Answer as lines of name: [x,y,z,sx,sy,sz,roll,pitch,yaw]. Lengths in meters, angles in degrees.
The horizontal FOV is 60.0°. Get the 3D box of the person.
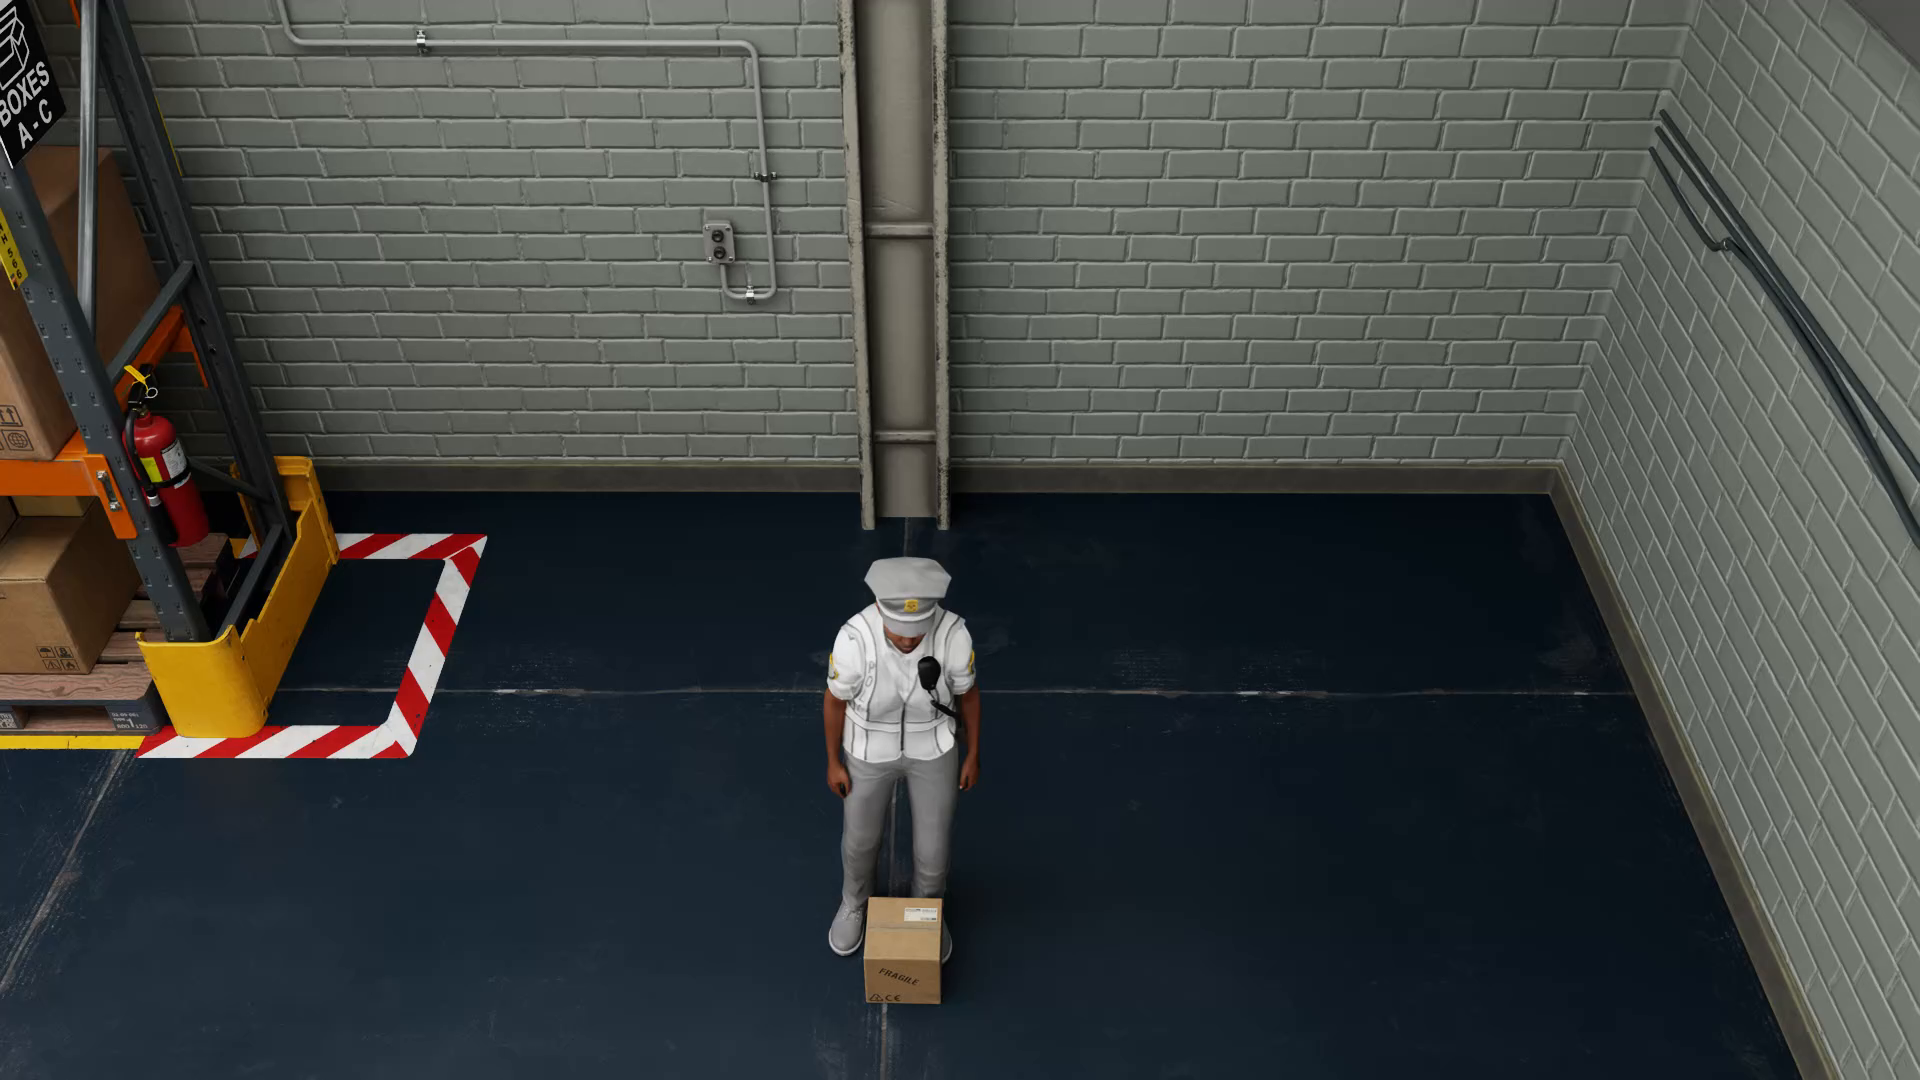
person: [-0.194,0.699,5.316,0.532,1.662,0.425,-2,40,-3]
